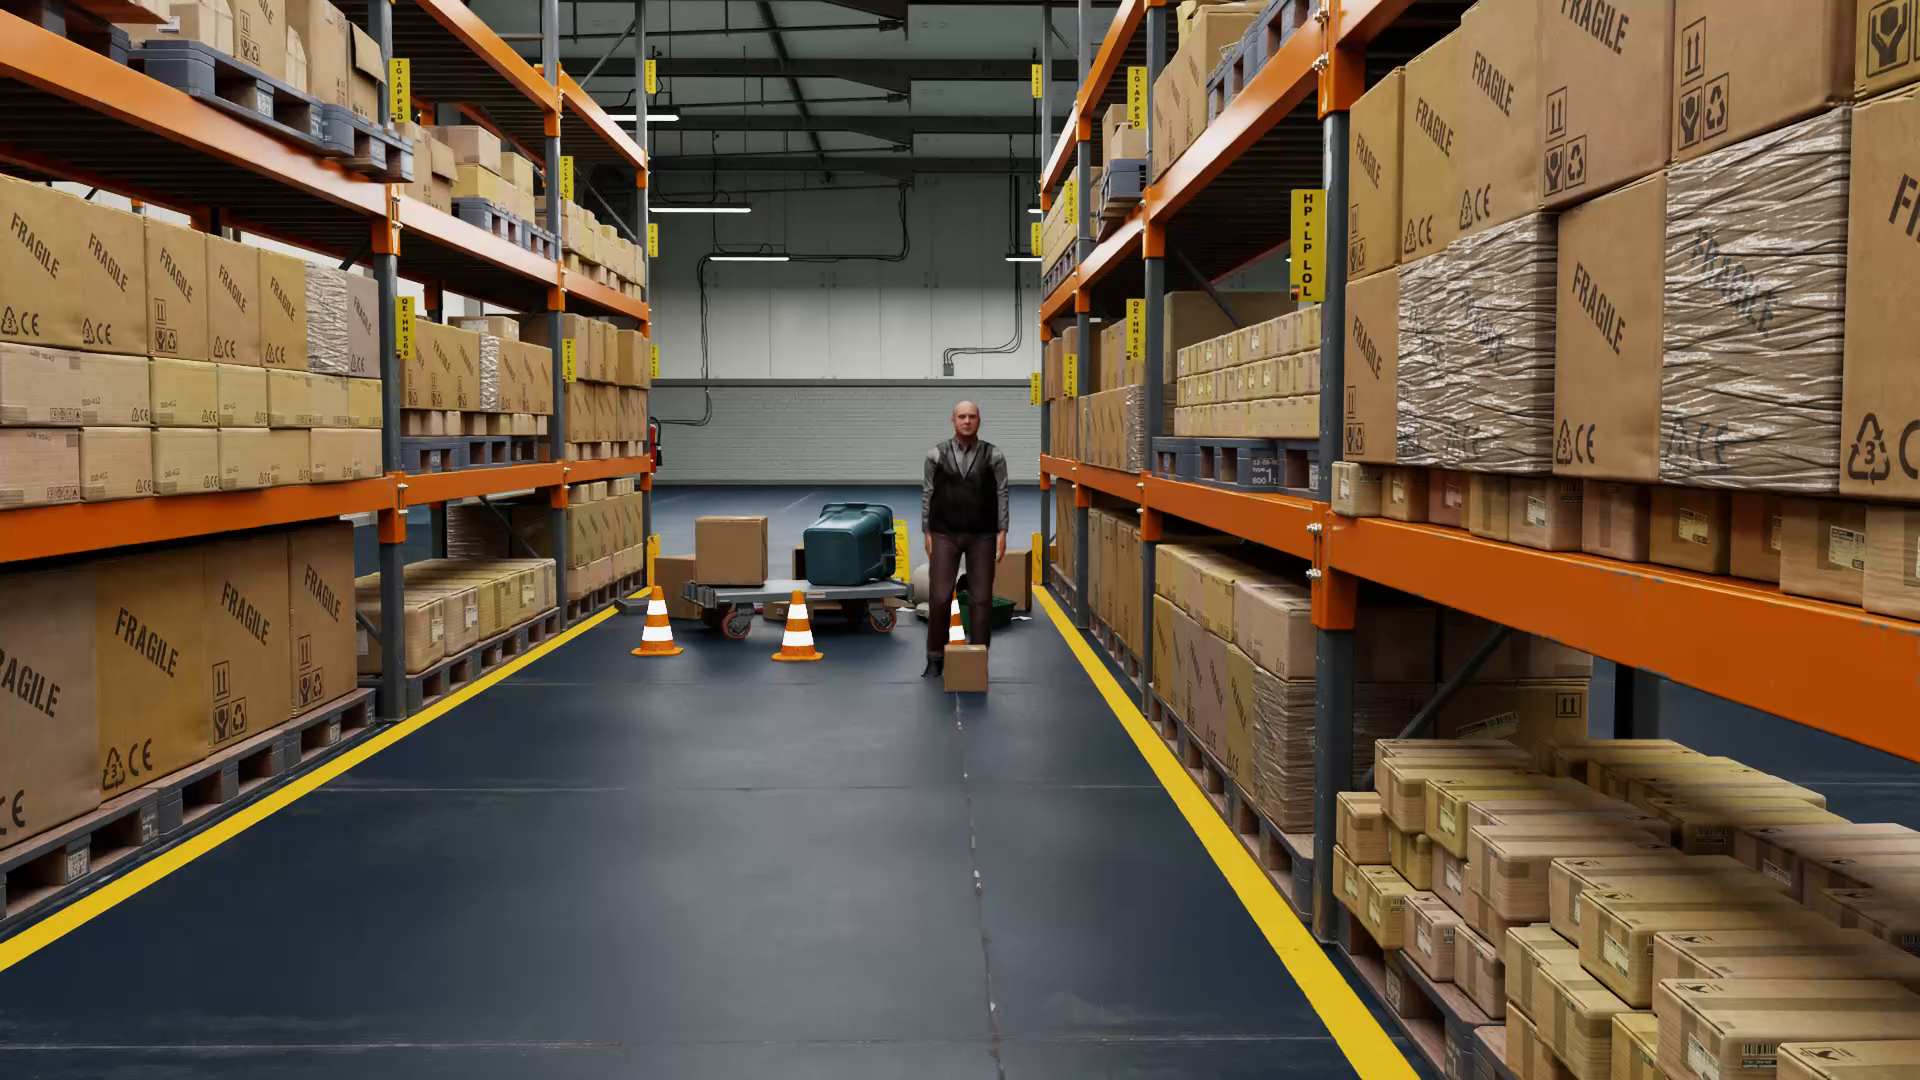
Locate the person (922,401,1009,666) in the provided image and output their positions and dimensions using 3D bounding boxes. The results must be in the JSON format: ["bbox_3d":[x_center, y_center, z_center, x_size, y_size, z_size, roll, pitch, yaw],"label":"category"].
[{"bbox_3d":[0.034,-0.029,10.395,0.548,1.672,0.385,0,4,-1],"label":"person"}]
